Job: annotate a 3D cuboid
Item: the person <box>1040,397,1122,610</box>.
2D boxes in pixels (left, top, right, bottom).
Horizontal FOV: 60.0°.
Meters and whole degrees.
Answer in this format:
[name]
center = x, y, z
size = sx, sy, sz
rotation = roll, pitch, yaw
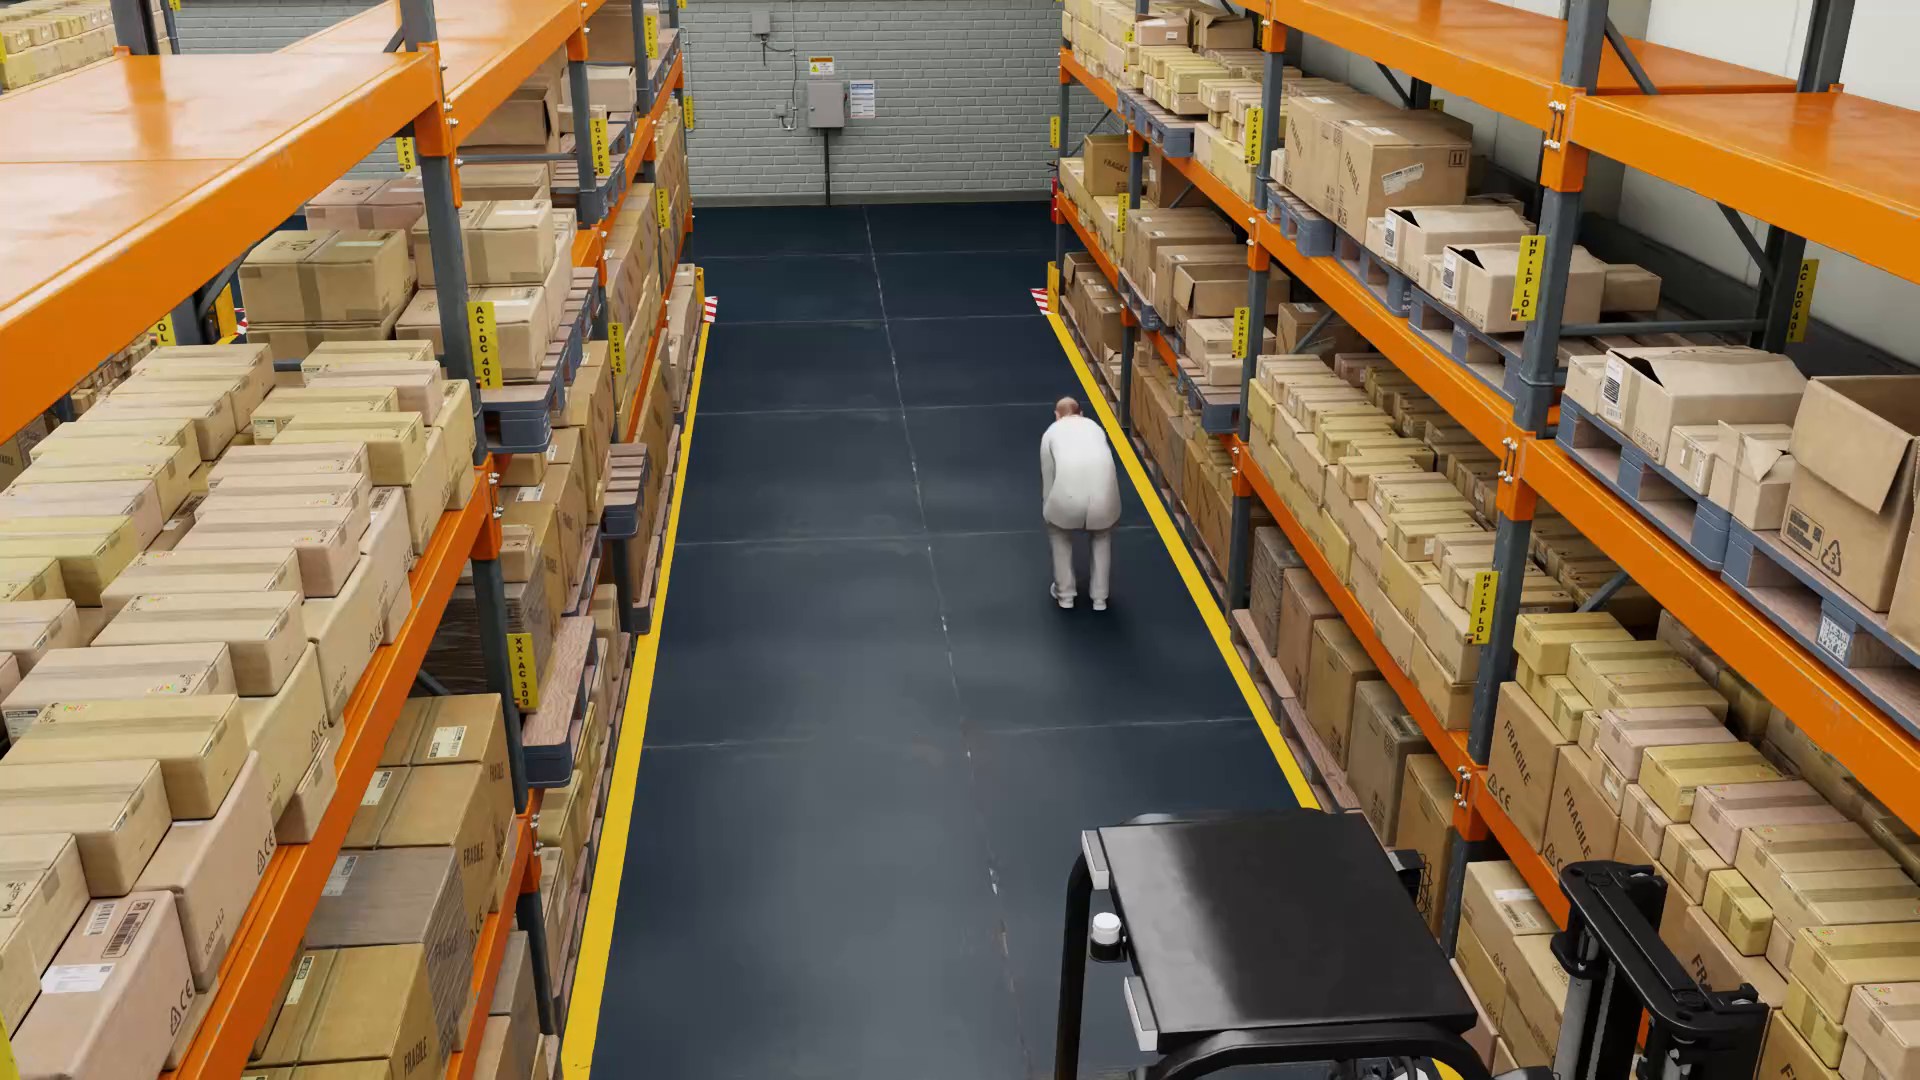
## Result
[person]
center = 0.814, -0.246, 11.535
size = 0.550, 1.297, 0.913
rotation = -2, 24, -6
